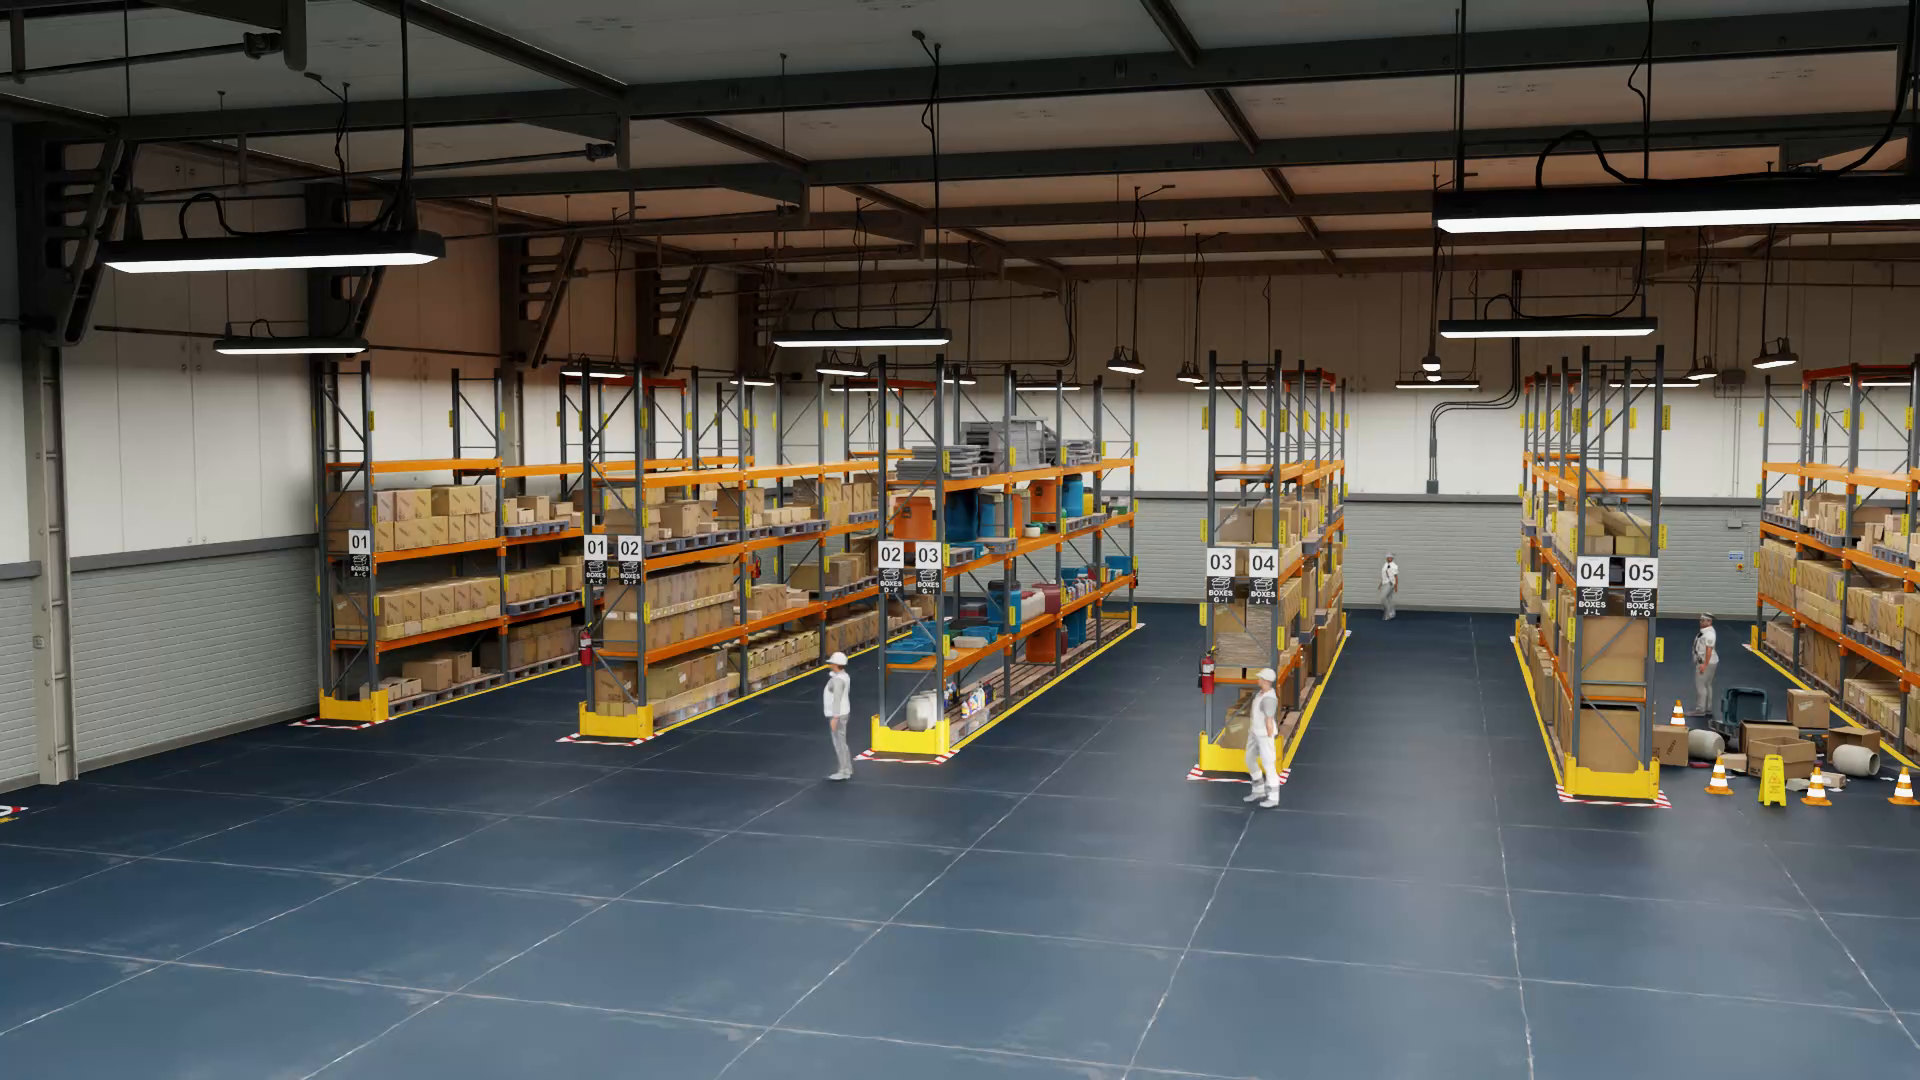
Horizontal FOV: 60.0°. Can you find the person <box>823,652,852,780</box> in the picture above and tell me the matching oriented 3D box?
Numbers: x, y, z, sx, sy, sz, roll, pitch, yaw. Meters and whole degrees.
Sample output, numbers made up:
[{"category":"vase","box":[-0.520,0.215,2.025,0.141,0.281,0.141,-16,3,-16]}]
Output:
[{"category":"person","box":[-1.708,2.467,23.248,0.404,1.812,0.649,0,4,-1]}]

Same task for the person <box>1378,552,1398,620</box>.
[{"category":"person","box":[10.815,1.168,42.062,0.466,1.739,0.430,0,4,-4]}]

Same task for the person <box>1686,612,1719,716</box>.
[{"category":"person","box":[12.683,2.103,28.346,0.435,1.778,0.596,3,5,39]}]

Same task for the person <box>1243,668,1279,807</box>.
[{"category":"person","box":[3.930,2.550,21.655,0.367,1.805,0.698,-1,4,-11]}]
